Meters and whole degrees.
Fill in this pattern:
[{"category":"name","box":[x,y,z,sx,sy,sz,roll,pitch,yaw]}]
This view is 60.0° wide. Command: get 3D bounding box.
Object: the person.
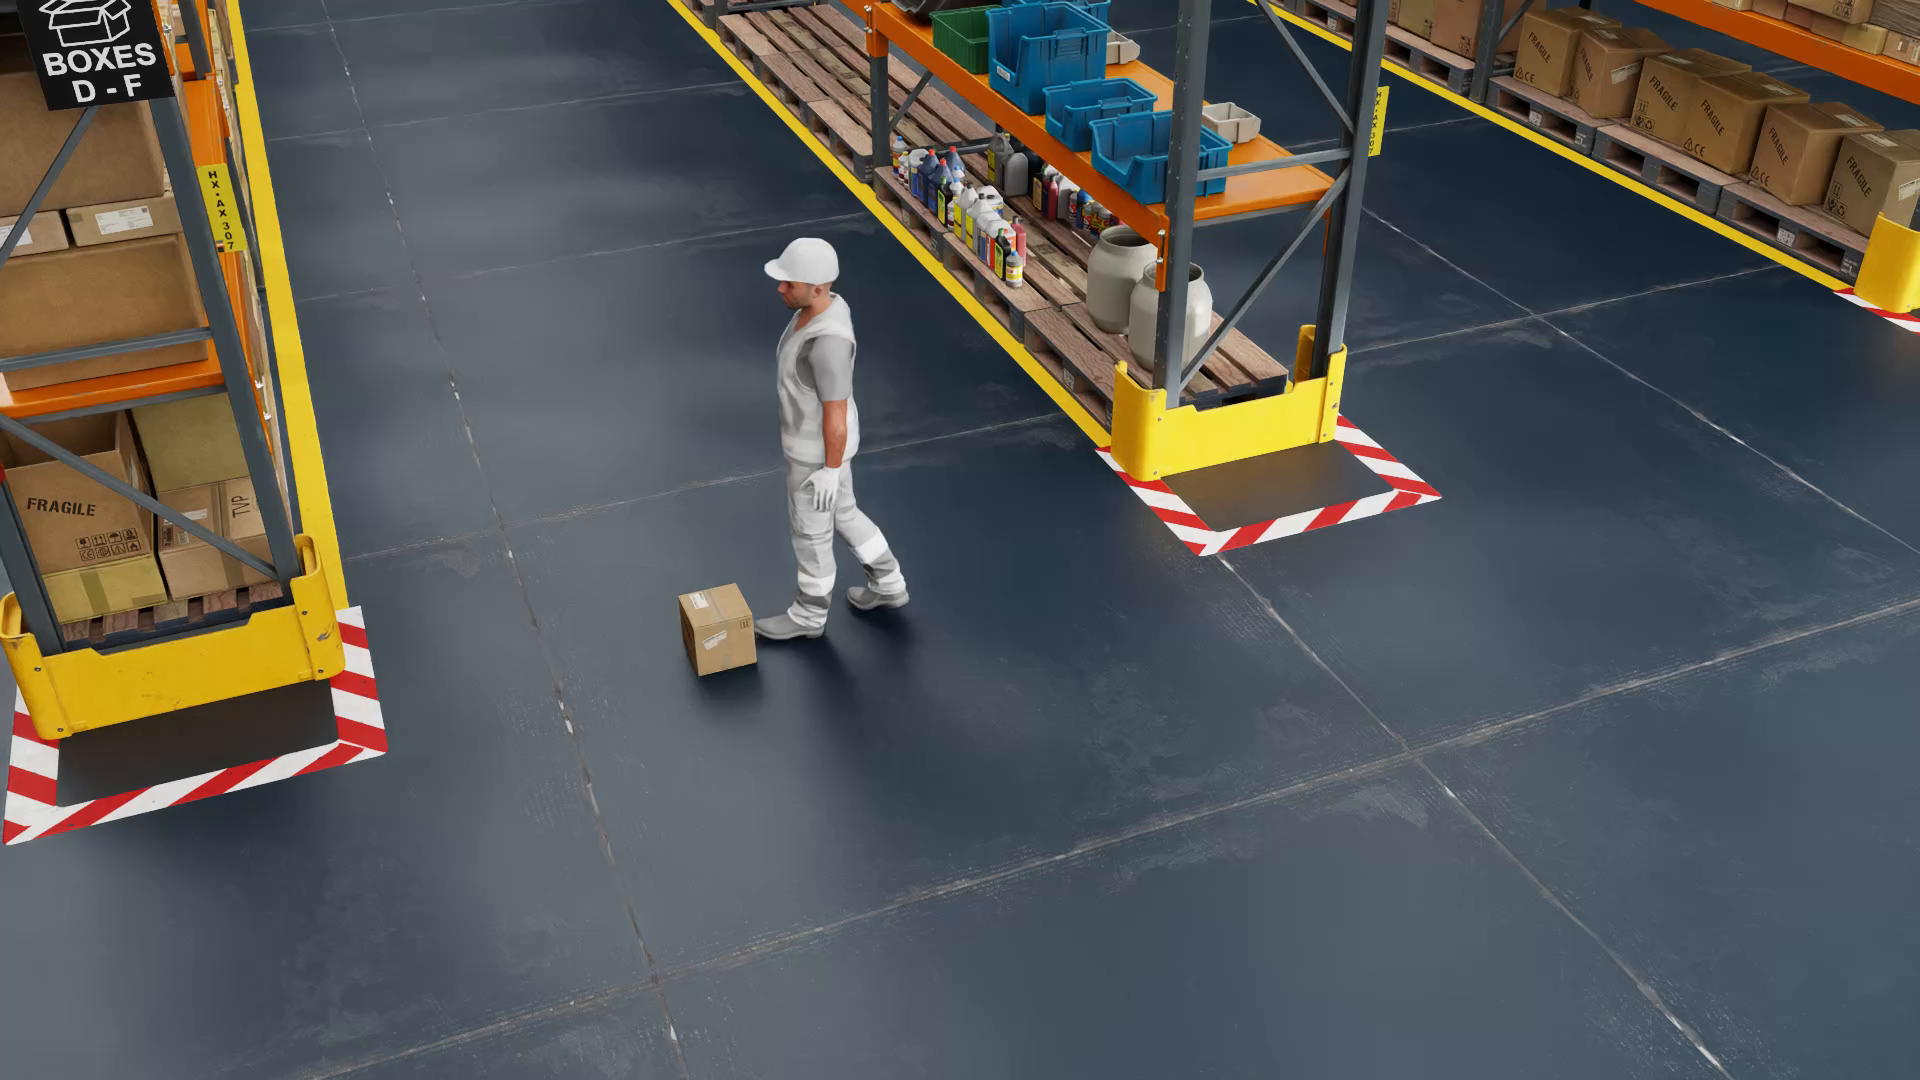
[{"category":"person","box":[-0.549,-0.375,6.678,0.669,1.795,0.563,-2,33,-3]}]
